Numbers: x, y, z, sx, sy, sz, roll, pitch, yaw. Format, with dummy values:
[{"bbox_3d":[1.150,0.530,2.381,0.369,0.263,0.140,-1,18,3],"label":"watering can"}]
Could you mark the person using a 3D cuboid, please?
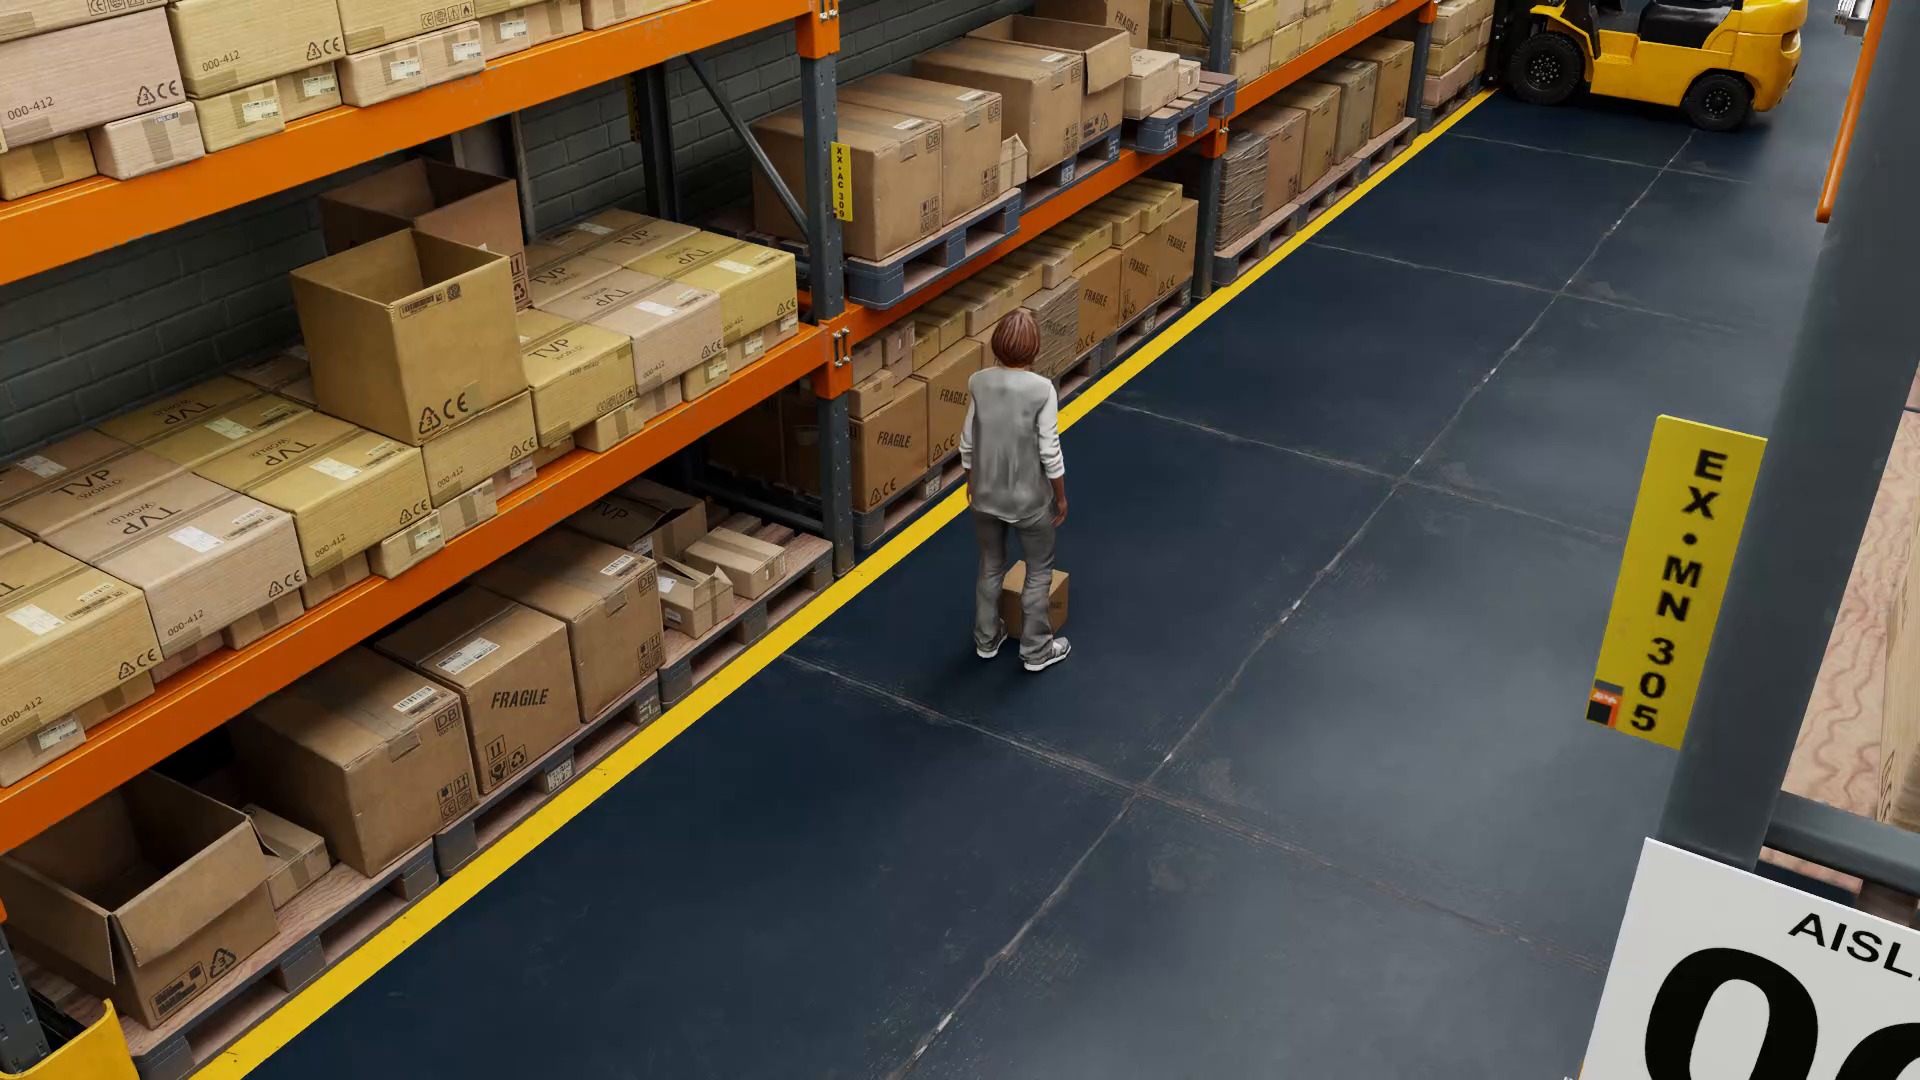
[{"bbox_3d":[0.224,-0.178,6.944,0.469,1.589,0.350,14,34,22],"label":"person"}]
